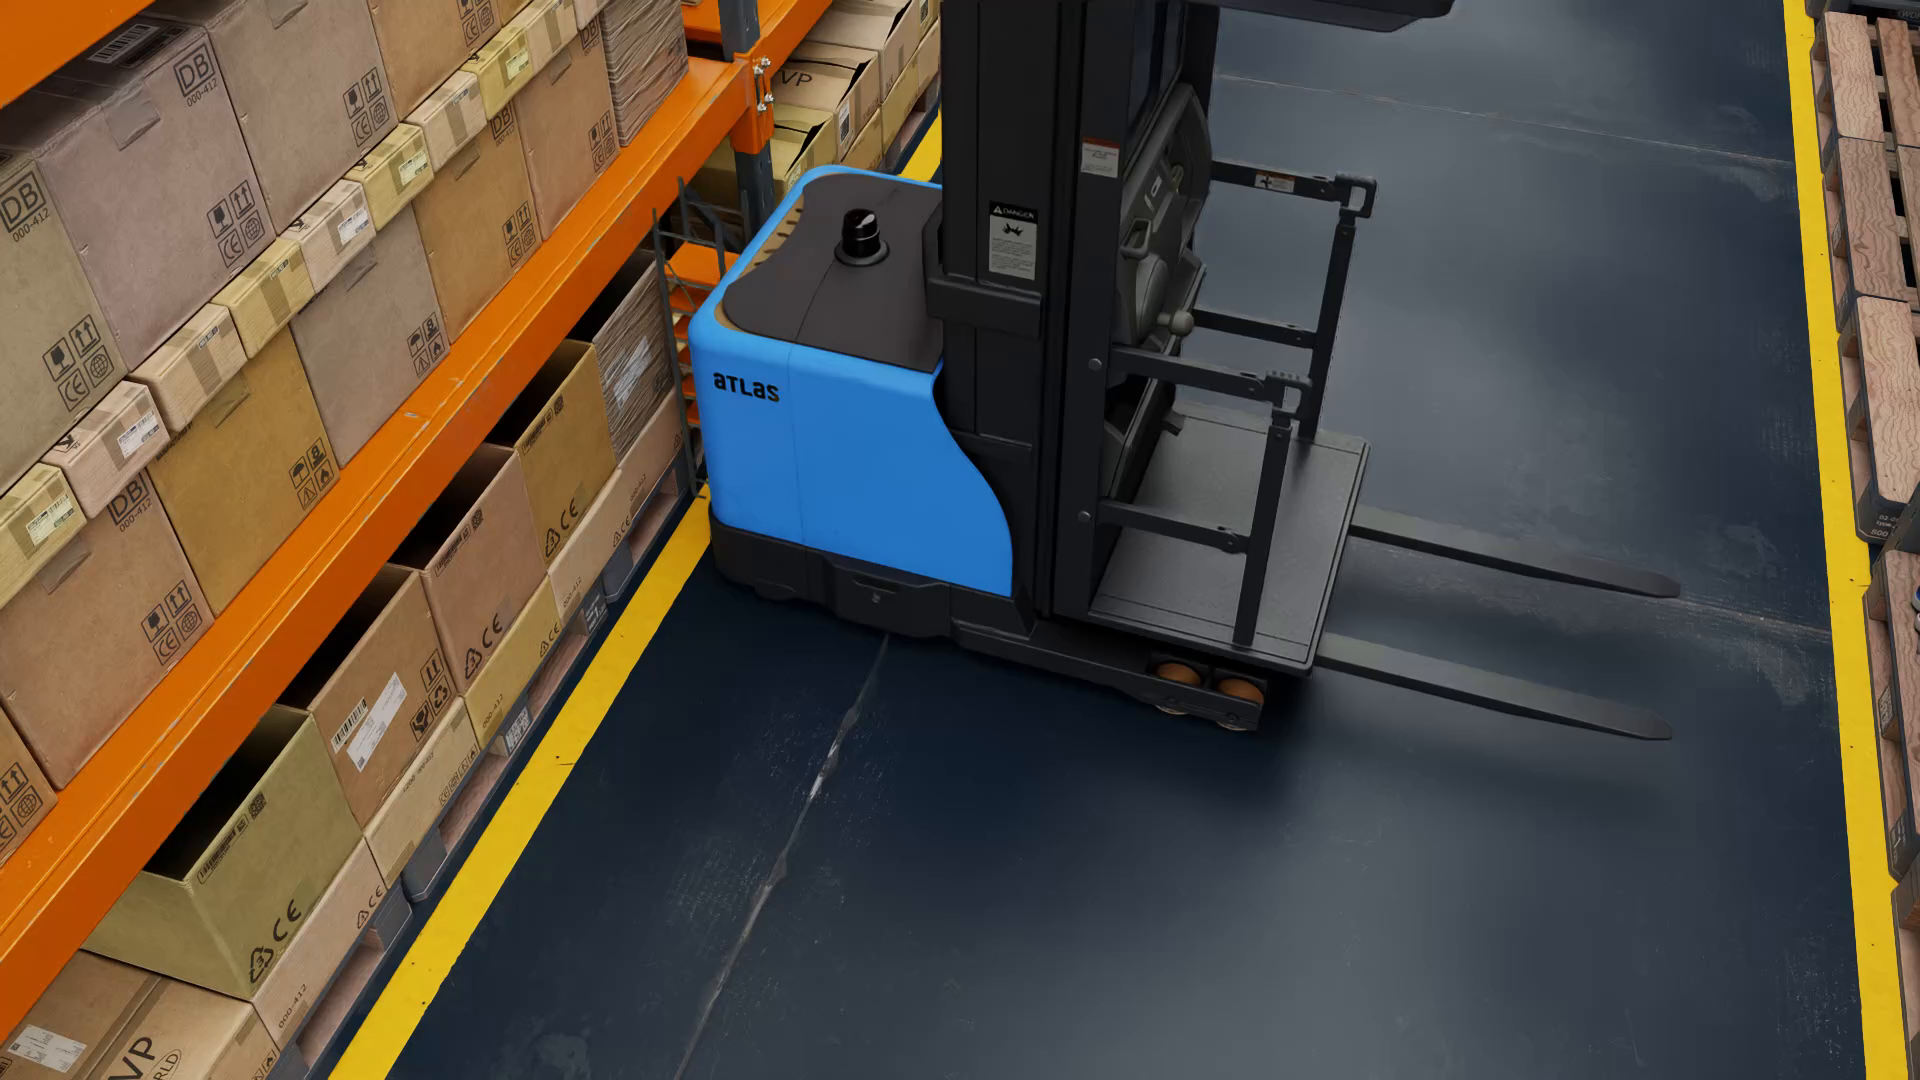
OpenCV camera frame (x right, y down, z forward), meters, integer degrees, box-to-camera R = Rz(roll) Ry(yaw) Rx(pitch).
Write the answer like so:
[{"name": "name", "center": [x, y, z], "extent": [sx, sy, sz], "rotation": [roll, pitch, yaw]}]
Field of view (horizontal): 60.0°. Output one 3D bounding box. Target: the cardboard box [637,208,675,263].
[{"name": "cardboard box", "center": [-1.314, -1.388, 6.689], "extent": [0.500, 0.250, 0.500], "rotation": [12, 46, 12]}]

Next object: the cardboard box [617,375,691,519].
[{"name": "cardboard box", "center": [-1.256, -0.363, 5.642], "extent": [0.500, 0.250, 0.500], "rotation": [13, 46, 13]}]

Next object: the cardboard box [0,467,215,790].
[{"name": "cardboard box", "center": [-2.067, 0.088, 3.444], "extent": [0.700, 0.500, 0.500], "rotation": [14, 46, 14]}]

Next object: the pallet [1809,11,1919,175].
[{"name": "pallet", "center": [4.496, -1.992, 7.635], "extent": [1.003, 0.211, 1.213], "rotation": [13, 46, 13]}]

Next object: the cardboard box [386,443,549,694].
[{"name": "cardboard box", "center": [-1.543, 0.039, 4.695], "extent": [0.500, 0.500, 0.500], "rotation": [13, 46, 13]}]

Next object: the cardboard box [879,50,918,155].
[{"name": "cardboard box", "center": [-0.495, -1.953, 7.266], "extent": [0.500, 0.250, 0.500], "rotation": [11, 45, 11]}]

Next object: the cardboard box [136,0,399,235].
[{"name": "cardboard box", "center": [-1.747, -1.081, 3.711], "extent": [0.700, 0.500, 0.500], "rotation": [13, 46, 13]}]

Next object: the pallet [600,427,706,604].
[{"name": "pallet", "center": [-1.444, -0.365, 5.972], "extent": [1.003, 0.211, 1.213], "rotation": [13, 46, 13]}]

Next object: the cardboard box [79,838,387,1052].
[{"name": "cardboard box", "center": [-1.852, 0.972, 4.278], "extent": [0.500, 0.250, 0.500], "rotation": [13, 46, 13]}]

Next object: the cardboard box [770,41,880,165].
[{"name": "cardboard box", "center": [-0.644, -1.806, 6.715], "extent": [0.500, 0.311, 0.500], "rotation": [12, 46, 12]}]

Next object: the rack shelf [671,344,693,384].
[{"name": "rack shelf", "center": [-0.805, -0.586, 5.555], "extent": [0.258, 0.103, 0.180], "rotation": [15, 46, 14]}]

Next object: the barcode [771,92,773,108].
[{"name": "barcode", "center": [-0.689, -1.572, 5.998], "extent": [0.001, 0.075, 0.075], "rotation": [13, 46, 13]}]

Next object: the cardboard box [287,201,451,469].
[{"name": "cardboard box", "center": [-1.755, -0.593, 4.140], "extent": [0.700, 0.500, 0.500], "rotation": [14, 46, 14]}]

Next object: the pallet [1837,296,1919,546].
[{"name": "pallet", "center": [3.757, -0.366, 5.973], "extent": [1.003, 0.211, 1.213], "rotation": [13, 46, 13]}]

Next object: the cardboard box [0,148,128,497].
[{"name": "cardboard box", "center": [-2.051, -0.411, 3.027], "extent": [0.700, 0.500, 0.500], "rotation": [11, 46, 11]}]

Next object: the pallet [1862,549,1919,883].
[{"name": "pallet", "center": [3.313, 0.604, 4.981], "extent": [1.003, 0.211, 1.213], "rotation": [13, 46, 13]}]

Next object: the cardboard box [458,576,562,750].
[{"name": "cardboard box", "center": [-1.544, 0.306, 4.958], "extent": [0.500, 0.250, 0.500], "rotation": [13, 46, 13]}]

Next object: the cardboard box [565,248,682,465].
[{"name": "cardboard box", "center": [-1.258, -0.632, 5.381], "extent": [0.500, 0.500, 0.500], "rotation": [13, 46, 13]}]

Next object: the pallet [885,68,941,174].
[{"name": "pallet", "center": [-0.610, -2.201, 7.849], "extent": [1.003, 0.211, 1.213], "rotation": [13, 46, 13]}]

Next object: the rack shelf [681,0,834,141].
[{"name": "rack shelf", "center": [-0.558, -2.959, 7.143], "extent": [1.077, 0.370, 4.000], "rotation": [13, 46, 13]}]

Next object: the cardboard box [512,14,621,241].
[{"name": "cardboard box", "center": [-1.445, -1.268, 4.830], "extent": [0.700, 0.500, 0.500], "rotation": [12, 46, 12]}]

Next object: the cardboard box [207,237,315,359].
[{"name": "cardboard box", "center": [-1.662, -0.559, 3.641], "extent": [0.380, 0.149, 0.250], "rotation": [12, 46, 12]}]

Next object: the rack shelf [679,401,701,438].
[{"name": "rack shelf", "center": [-0.806, -0.415, 5.723], "extent": [0.258, 0.103, 0.180], "rotation": [15, 46, 14]}]

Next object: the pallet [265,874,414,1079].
[{"name": "pallet", "center": [-2.183, 1.262, 4.310], "extent": [1.003, 0.211, 1.213], "rotation": [13, 46, 13]}]

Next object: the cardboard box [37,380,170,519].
[{"name": "cardboard box", "center": [-1.818, -0.210, 3.285], "extent": [0.380, 0.149, 0.250], "rotation": [12, 46, 12]}]

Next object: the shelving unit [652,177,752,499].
[{"name": "shelving unit", "center": [-0.805, -0.618, 5.524], "extent": [0.258, 1.200, 0.189], "rotation": [15, 46, 14]}]

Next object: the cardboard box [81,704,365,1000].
[{"name": "cardboard box", "center": [-1.851, 0.704, 4.015], "extent": [0.500, 0.500, 0.500], "rotation": [13, 46, 13]}]

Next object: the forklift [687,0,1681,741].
[{"name": "forklift", "center": [0.753, -0.879, 4.553], "extent": [3.031, 2.935, 1.130], "rotation": [14, 46, 14]}]

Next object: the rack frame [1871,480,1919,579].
[{"name": "rack frame", "center": [3.556, -0.831, 4.455], "extent": [1.000, 3.000, 0.127], "rotation": [13, 46, 13]}]

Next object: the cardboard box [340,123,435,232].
[{"name": "cardboard box", "center": [-1.505, -0.900, 3.990], "extent": [0.380, 0.149, 0.250], "rotation": [14, 46, 14]}]

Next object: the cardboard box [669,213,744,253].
[{"name": "cardboard box", "center": [-0.805, -1.266, 6.565], "extent": [0.500, 0.250, 0.500], "rotation": [12, 46, 12]}]

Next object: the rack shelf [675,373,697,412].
[{"name": "rack shelf", "center": [-0.806, -0.501, 5.639], "extent": [0.258, 0.103, 0.180], "rotation": [15, 46, 14]}]

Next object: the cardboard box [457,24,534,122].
[{"name": "cardboard box", "center": [-1.351, -1.246, 4.343], "extent": [0.380, 0.149, 0.250], "rotation": [12, 46, 12]}]

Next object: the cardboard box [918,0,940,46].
[{"name": "cardboard box", "center": [-0.336, -2.498, 7.423], "extent": [0.500, 0.311, 0.500], "rotation": [14, 46, 14]}]

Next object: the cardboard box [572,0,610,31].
[{"name": "cardboard box", "center": [-1.195, -1.584, 4.689], "extent": [0.380, 0.149, 0.250], "rotation": [11, 46, 11]}]

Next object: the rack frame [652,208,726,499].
[{"name": "rack frame", "center": [-0.837, -0.557, 5.462], "extent": [0.240, 1.200, 0.006], "rotation": [15, 46, 14]}]

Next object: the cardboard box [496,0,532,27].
[{"name": "cardboard box", "center": [-1.443, -1.748, 4.392], "extent": [0.700, 0.500, 0.500], "rotation": [12, 46, 12]}]

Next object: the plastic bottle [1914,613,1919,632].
[{"name": "plastic bottle", "center": [3.011, 0.199, 5.088], "extent": [0.097, 0.201, 0.097], "rotation": [0, 44, 0]}]
